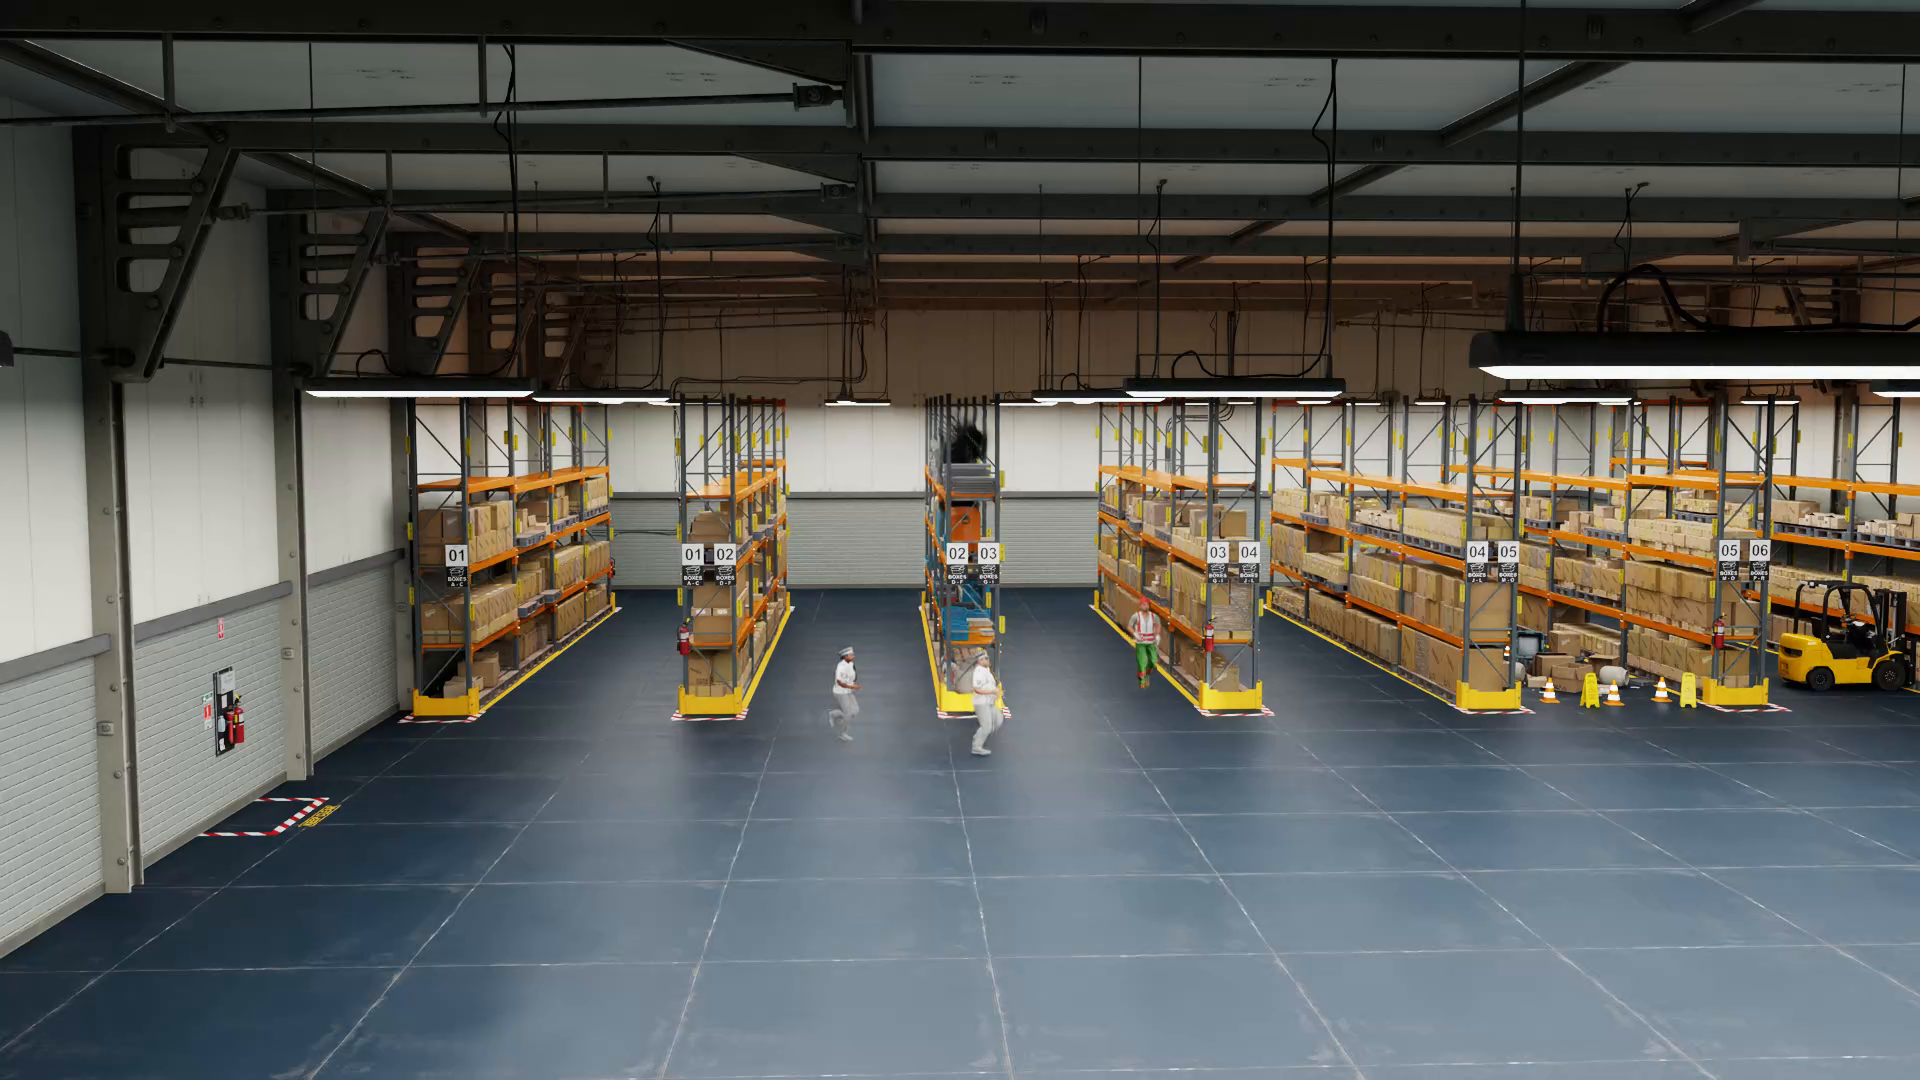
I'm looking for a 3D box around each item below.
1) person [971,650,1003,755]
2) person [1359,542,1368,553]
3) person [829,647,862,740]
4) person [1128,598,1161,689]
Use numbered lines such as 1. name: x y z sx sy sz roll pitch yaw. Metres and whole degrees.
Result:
1. person: 0.466 2.676 27.463 0.602 1.744 0.650 1 5 18
2. person: 11.899 0.949 49.312 0.690 1.760 0.680 0 5 -5
3. person: -1.974 2.650 28.775 0.647 1.646 0.614 2 5 20
4. person: 3.594 2.014 32.180 0.674 1.783 0.558 -1 5 -6
